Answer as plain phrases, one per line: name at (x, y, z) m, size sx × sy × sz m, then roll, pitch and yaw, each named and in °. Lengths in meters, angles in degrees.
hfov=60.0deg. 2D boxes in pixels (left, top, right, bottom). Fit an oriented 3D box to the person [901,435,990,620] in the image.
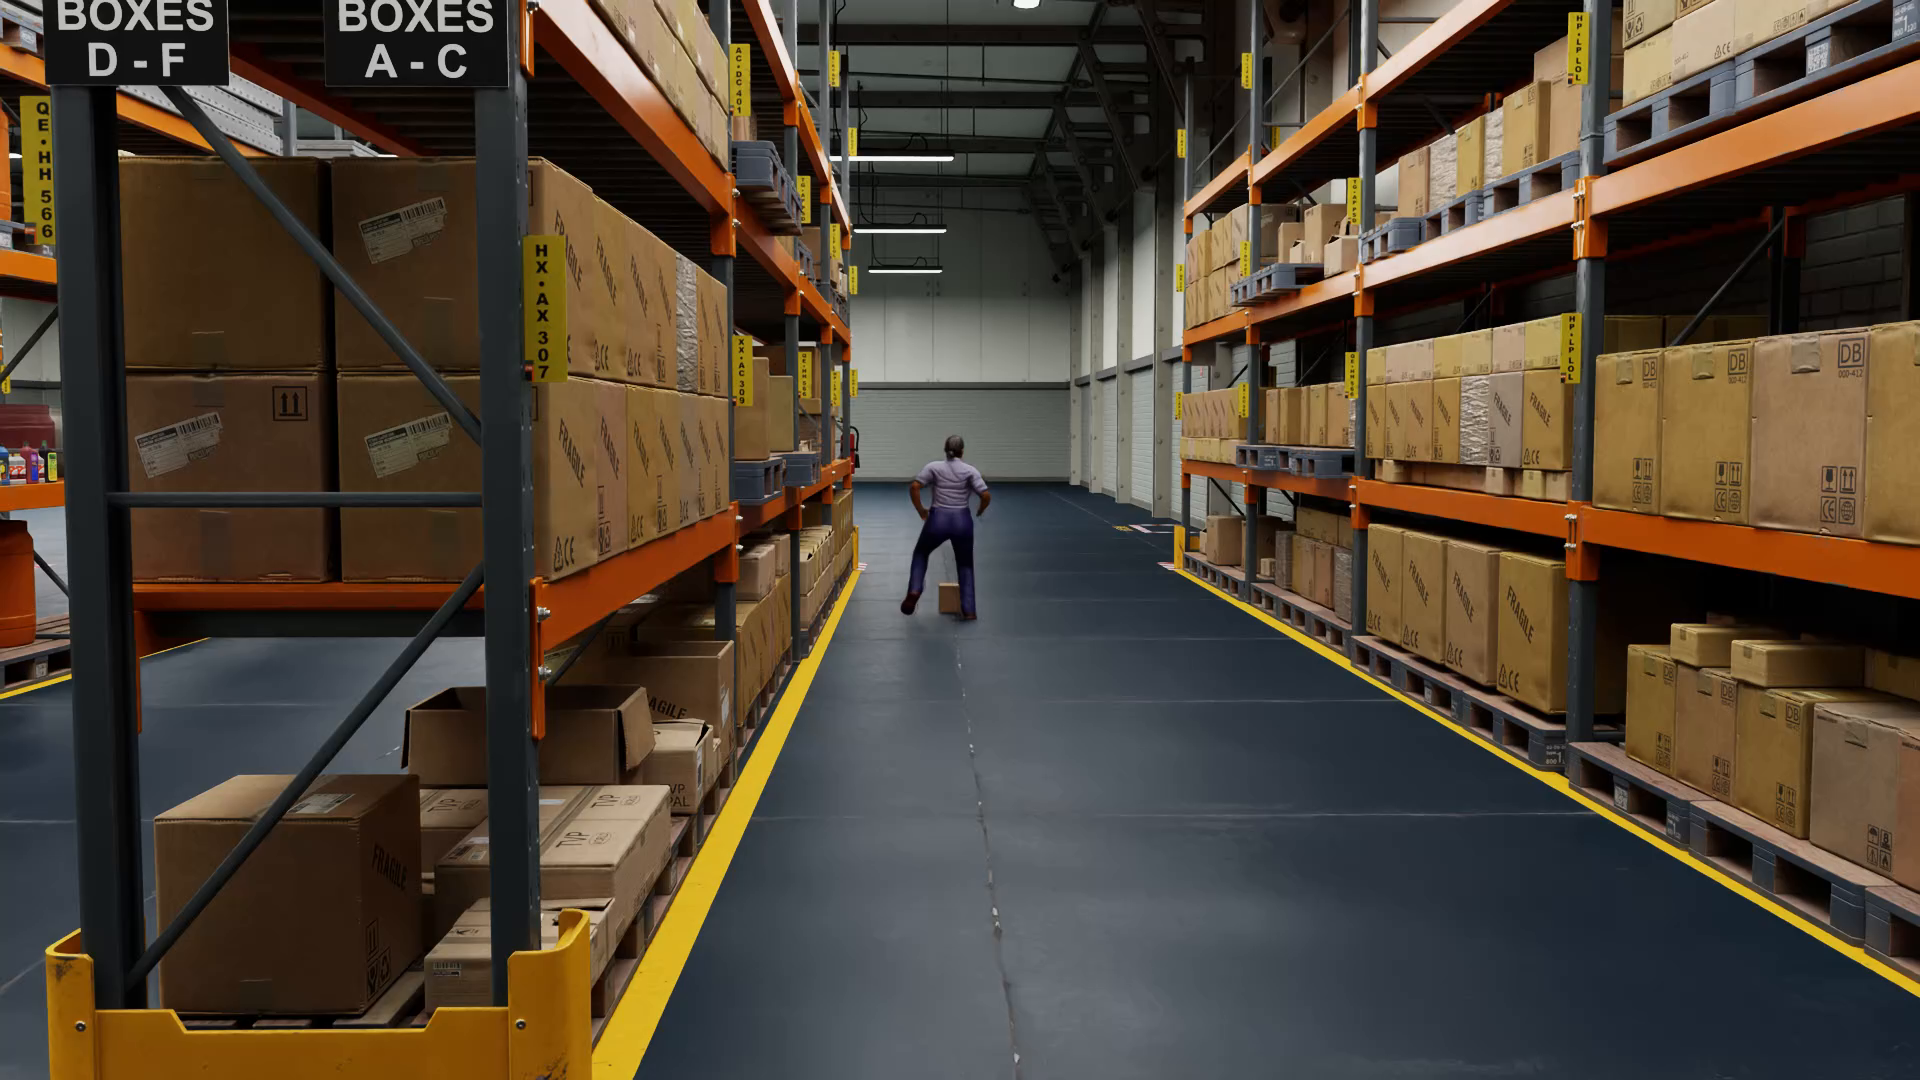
person at (-0.132, -0.110, 14.509) m, size 0.774 × 1.611 × 0.533 m, roll 0°, pitch 4°, yaw -3°
